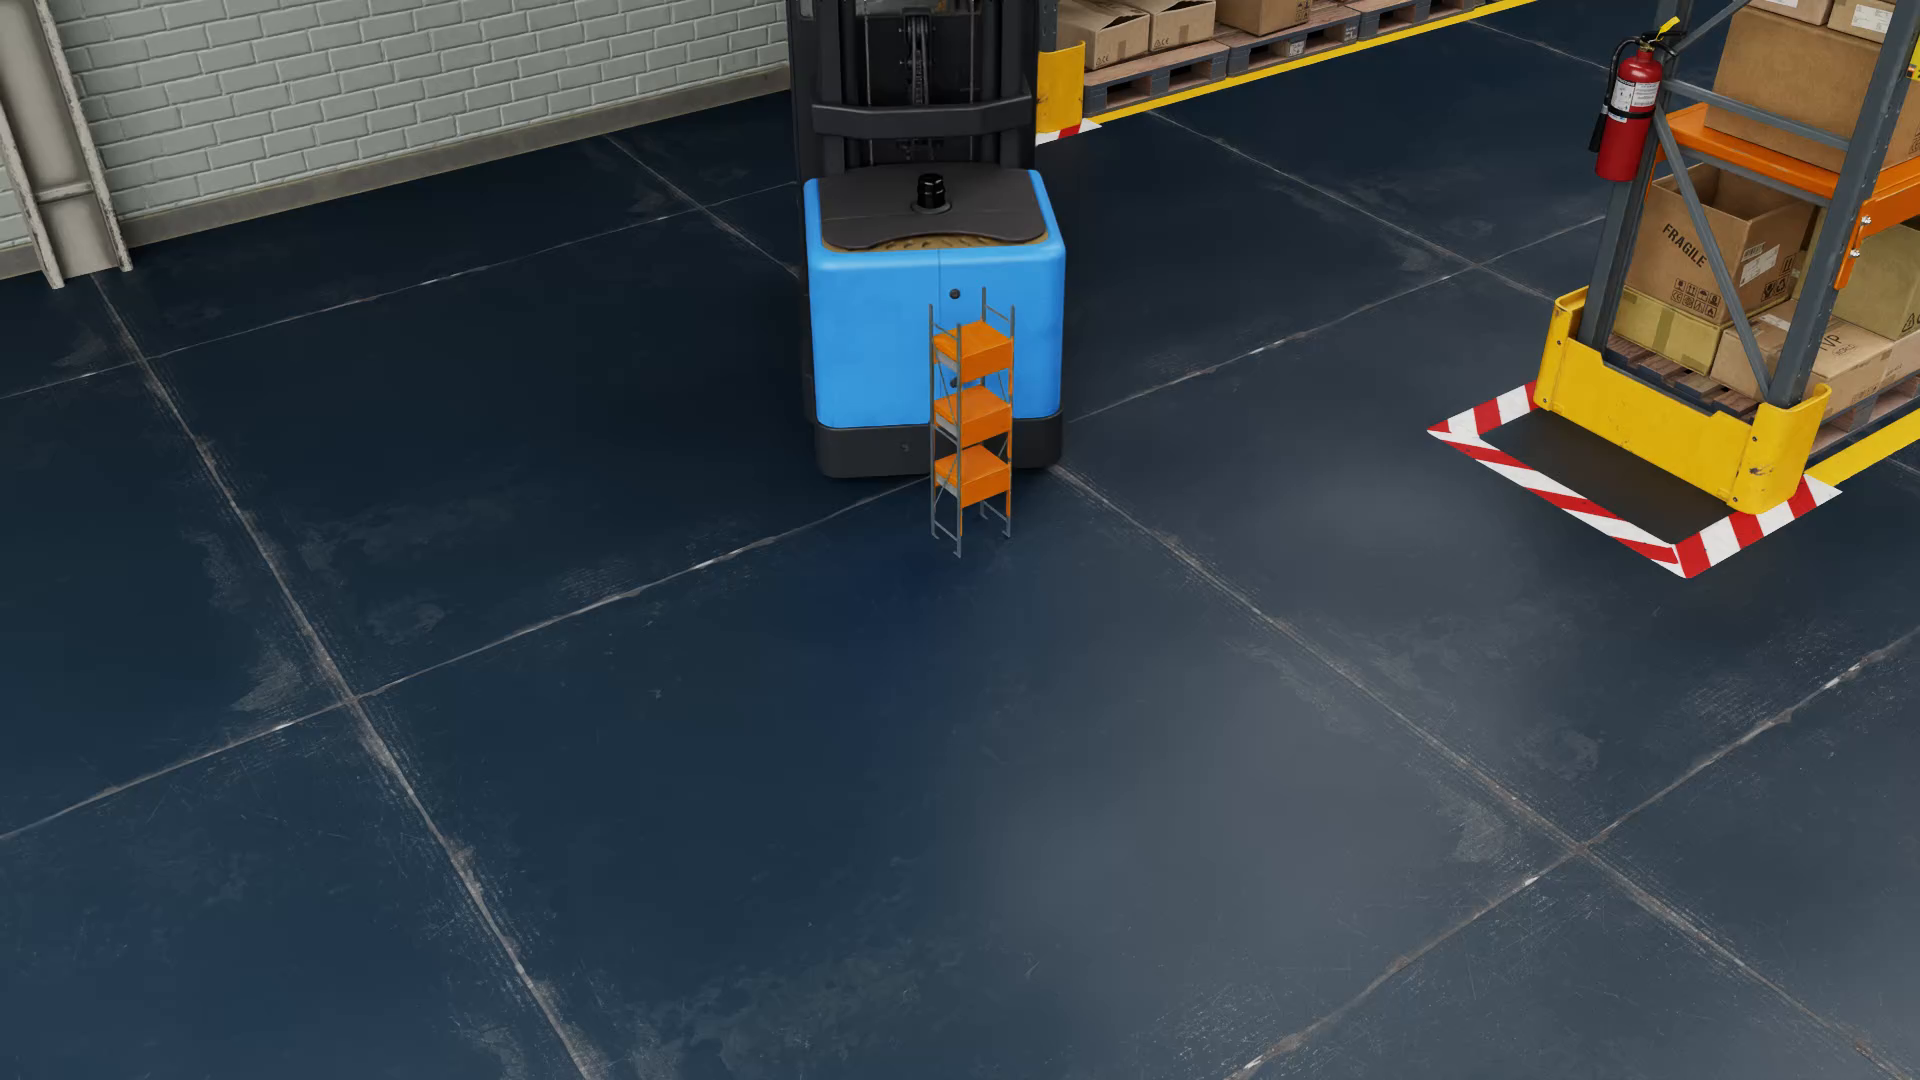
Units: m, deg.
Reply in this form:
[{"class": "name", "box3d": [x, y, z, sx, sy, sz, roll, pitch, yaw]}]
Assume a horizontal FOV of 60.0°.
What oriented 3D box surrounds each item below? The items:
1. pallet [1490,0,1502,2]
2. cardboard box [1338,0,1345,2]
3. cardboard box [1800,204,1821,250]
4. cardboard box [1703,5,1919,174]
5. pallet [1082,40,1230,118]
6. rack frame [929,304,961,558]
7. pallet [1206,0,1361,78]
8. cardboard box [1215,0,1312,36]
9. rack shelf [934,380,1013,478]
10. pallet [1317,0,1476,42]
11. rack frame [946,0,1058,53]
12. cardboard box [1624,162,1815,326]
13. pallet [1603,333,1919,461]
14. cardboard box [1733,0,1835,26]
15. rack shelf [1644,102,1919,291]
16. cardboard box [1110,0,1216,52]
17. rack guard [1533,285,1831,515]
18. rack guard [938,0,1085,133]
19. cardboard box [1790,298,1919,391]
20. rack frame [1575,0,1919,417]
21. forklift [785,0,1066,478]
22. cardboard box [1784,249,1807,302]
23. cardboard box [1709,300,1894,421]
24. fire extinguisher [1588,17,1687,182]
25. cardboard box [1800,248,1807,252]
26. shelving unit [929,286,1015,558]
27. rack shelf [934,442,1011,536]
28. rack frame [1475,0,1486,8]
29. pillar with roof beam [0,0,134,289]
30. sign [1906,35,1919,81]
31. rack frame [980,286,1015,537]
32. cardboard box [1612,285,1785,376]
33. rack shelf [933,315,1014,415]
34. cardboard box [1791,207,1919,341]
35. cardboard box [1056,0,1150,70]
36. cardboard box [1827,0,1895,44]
[{"class": "pallet", "box3d": [4.152, -4.491, 12.814, 1.213, 0.211, 1.003, -22, 41, -28]}, {"class": "cardboard box", "box3d": [2.691, -4.156, 11.724, 0.500, 0.500, 0.500, -26, 43, -31]}, {"class": "cardboard box", "box3d": [4.179, -1.677, 7.865, 0.500, 0.500, 0.500, -22, 41, -28]}, {"class": "cardboard box", "box3d": [3.493, -1.844, 6.659, 0.500, 0.500, 0.700, -22, 41, -28]}, {"class": "pallet", "box3d": [0.993, -3.165, 10.970, 1.213, 0.211, 1.003, -22, 41, -28]}, {"class": "rack frame", "box3d": [-0.056, -0.403, 6.411, 0.008, 1.050, 0.200, -22, 41, -28]}, {"class": "pallet", "box3d": [1.990, -3.573, 11.537, 1.213, 0.211, 1.003, -22, 41, -28]}, {"class": "cardboard box", "box3d": [1.959, -3.783, 11.206, 0.500, 0.500, 0.700, -25, 43, -31]}, {"class": "rack shelf", "box3d": [0.044, -0.436, 6.475, 0.240, 0.259, 0.215, -22, 41, -28]}, {"class": "pallet", "box3d": [2.988, -3.986, 12.111, 1.213, 0.211, 1.003, -22, 41, -28]}, {"class": "rack frame", "box3d": [0.247, -4.015, 9.764, 0.127, 3.000, 1.000, -22, 41, -28]}, {"class": "cardboard box", "box3d": [3.370, -1.333, 7.388, 0.500, 0.500, 0.500, -22, 41, -28]}, {"class": "pallet", "box3d": [3.705, -0.797, 7.678, 1.213, 0.211, 1.003, -22, 41, -28]}, {"class": "cardboard box", "box3d": [3.306, -2.176, 6.565, 0.250, 0.149, 0.380, -23, 42, -29]}, {"class": "rack shelf", "box3d": [4.738, -2.033, 7.624, 4.000, 0.370, 1.077, -22, 41, -28]}, {"class": "cardboard box", "box3d": [1.330, -3.484, 10.951, 0.500, 0.311, 0.500, -19, 40, -24]}, {"class": "rack guard", "box3d": [3.084, -0.629, 7.197, 0.348, 0.500, 1.175, -22, 41, -28]}, {"class": "rack guard", "box3d": [0.309, -3.026, 10.529, 0.348, 0.500, 1.175, -22, 41, -28]}, {"class": "cardboard box", "box3d": [4.077, -0.951, 7.498, 0.500, 0.250, 0.500, -22, 41, -28]}, {"class": "rack frame", "box3d": [3.104, -1.652, 6.478, 0.127, 3.000, 1.000, -22, 41, -28]}, {"class": "forklift", "box3d": [-0.228, -2.295, 7.430, 1.130, 2.935, 3.031, -3, 36, -5]}, {"class": "cardboard box", "box3d": [3.773, -1.202, 7.847, 0.500, 0.250, 0.500, -22, 41, -28]}, {"class": "cardboard box", "box3d": [3.670, -0.781, 7.262, 0.500, 0.250, 0.500, -22, 41, -28]}, {"class": "fire extinguisher", "box3d": [2.739, -1.803, 6.754, 0.183, 0.674, 0.296, -22, 41, -28]}, {"class": "cardboard box", "box3d": [4.181, -1.371, 8.082, 0.500, 0.250, 0.500, -22, 41, -28]}, {"class": "shelving unit", "box3d": [0.044, -0.444, 6.468, 0.252, 1.050, 0.215, -22, 41, -28]}, {"class": "rack shelf", "box3d": [0.044, -0.210, 6.637, 0.240, 0.259, 0.215, -22, 41, -28]}, {"class": "rack frame", "box3d": [3.516, -5.361, 11.634, 0.127, 3.000, 1.000, -22, 41, -28]}, {"class": "pillar with roof beam", "box3d": [-2.104, -3.026, 3.251, 0.400, 9.000, 9.100, -22, 41, -28]}, {"class": "sign", "box3d": [3.418, -1.769, 5.831, 0.005, 0.325, 0.100, -22, 41, -28]}, {"class": "rack frame", "box3d": [0.143, -0.485, 6.526, 0.008, 1.050, 0.200, -22, 41, -28]}, {"class": "cardboard box", "box3d": [3.372, -1.028, 7.605, 0.500, 0.250, 0.500, -22, 41, -28]}, {"class": "rack shelf", "box3d": [0.044, -0.666, 6.309, 0.240, 0.259, 0.215, -22, 41, -28]}, {"class": "cardboard box", "box3d": [4.078, -1.254, 7.278, 0.500, 0.500, 0.500, -22, 41, -28]}, {"class": "cardboard box", "box3d": [0.864, -3.292, 10.684, 0.500, 0.311, 0.500, -28, 44, -33]}, {"class": "cardboard box", "box3d": [3.548, -1.985, 6.300, 0.250, 0.149, 0.380, -23, 41, -28]}]
